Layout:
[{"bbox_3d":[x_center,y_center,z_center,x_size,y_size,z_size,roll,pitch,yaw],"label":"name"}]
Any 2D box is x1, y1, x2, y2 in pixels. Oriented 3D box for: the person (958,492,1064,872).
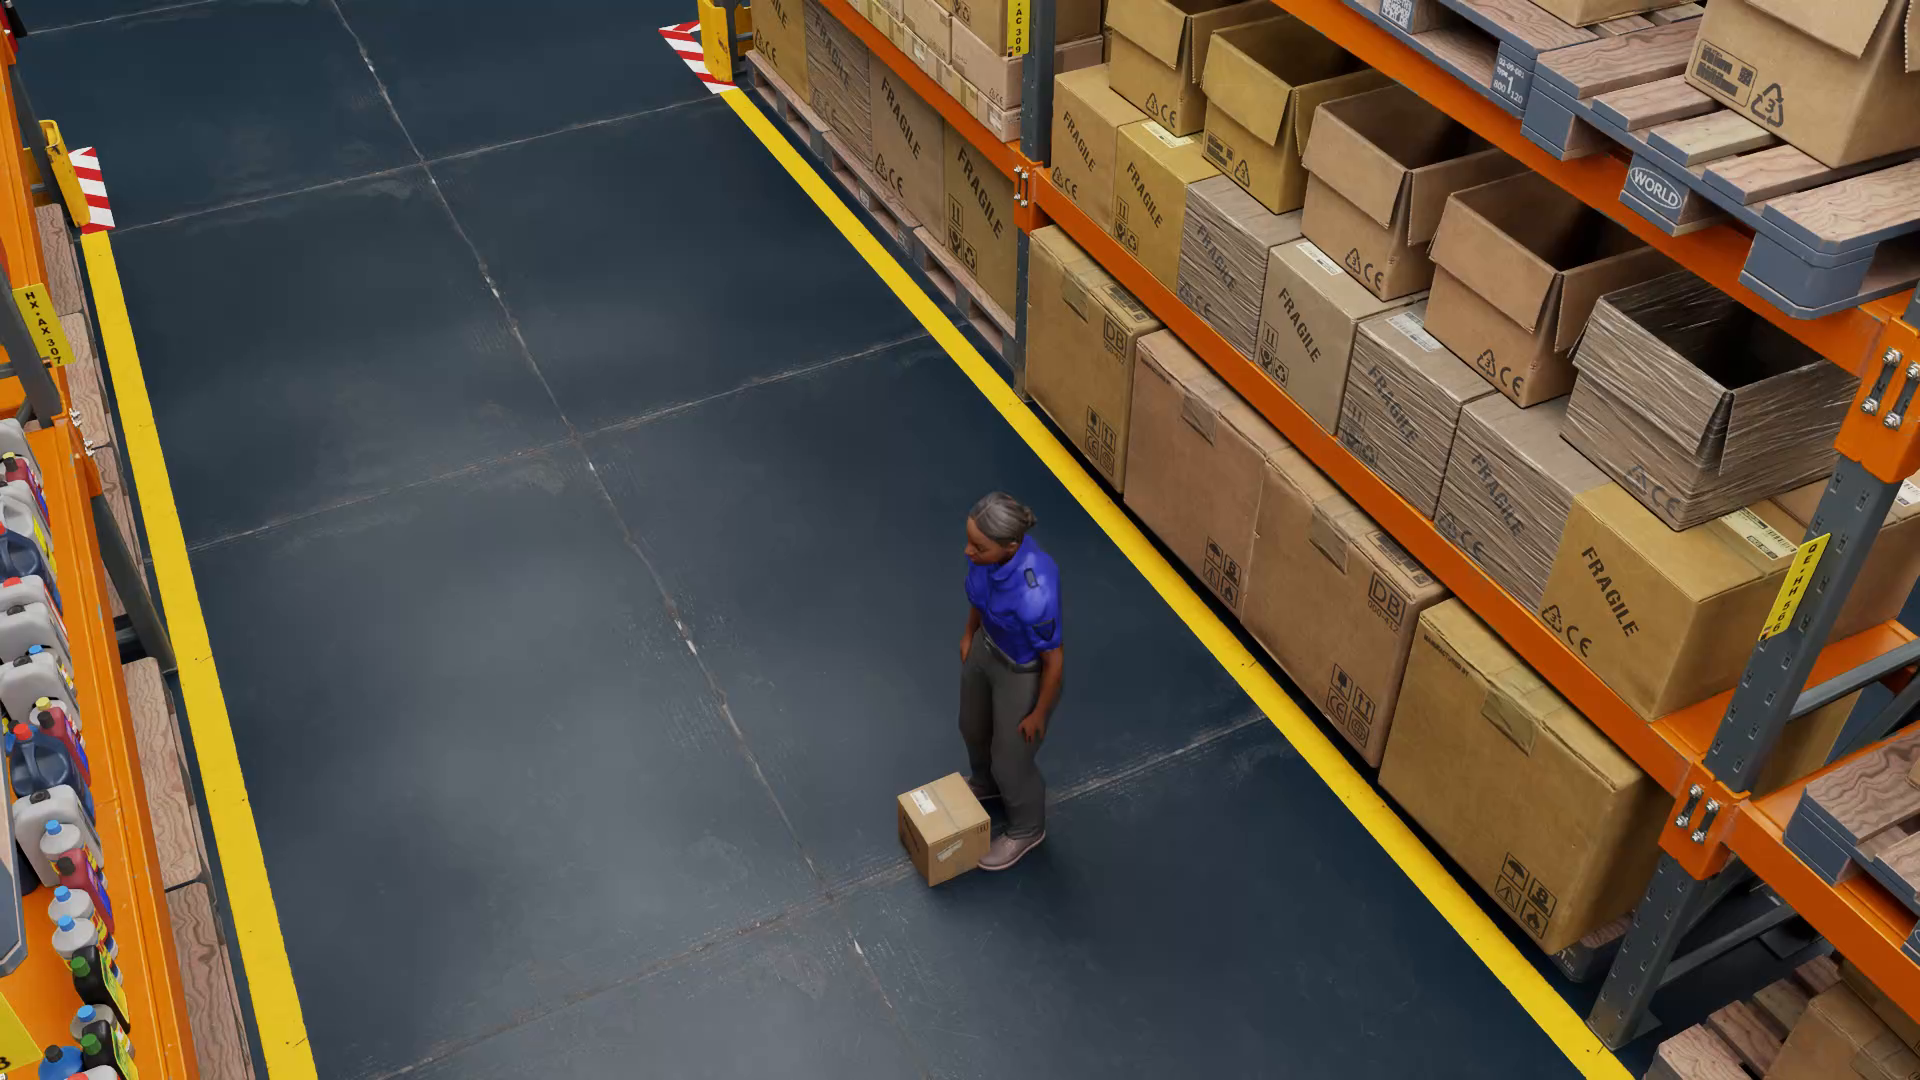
[{"bbox_3d":[0.149,0.449,5.657,0.348,1.653,0.521,-21,45,-22],"label":"person"}]
